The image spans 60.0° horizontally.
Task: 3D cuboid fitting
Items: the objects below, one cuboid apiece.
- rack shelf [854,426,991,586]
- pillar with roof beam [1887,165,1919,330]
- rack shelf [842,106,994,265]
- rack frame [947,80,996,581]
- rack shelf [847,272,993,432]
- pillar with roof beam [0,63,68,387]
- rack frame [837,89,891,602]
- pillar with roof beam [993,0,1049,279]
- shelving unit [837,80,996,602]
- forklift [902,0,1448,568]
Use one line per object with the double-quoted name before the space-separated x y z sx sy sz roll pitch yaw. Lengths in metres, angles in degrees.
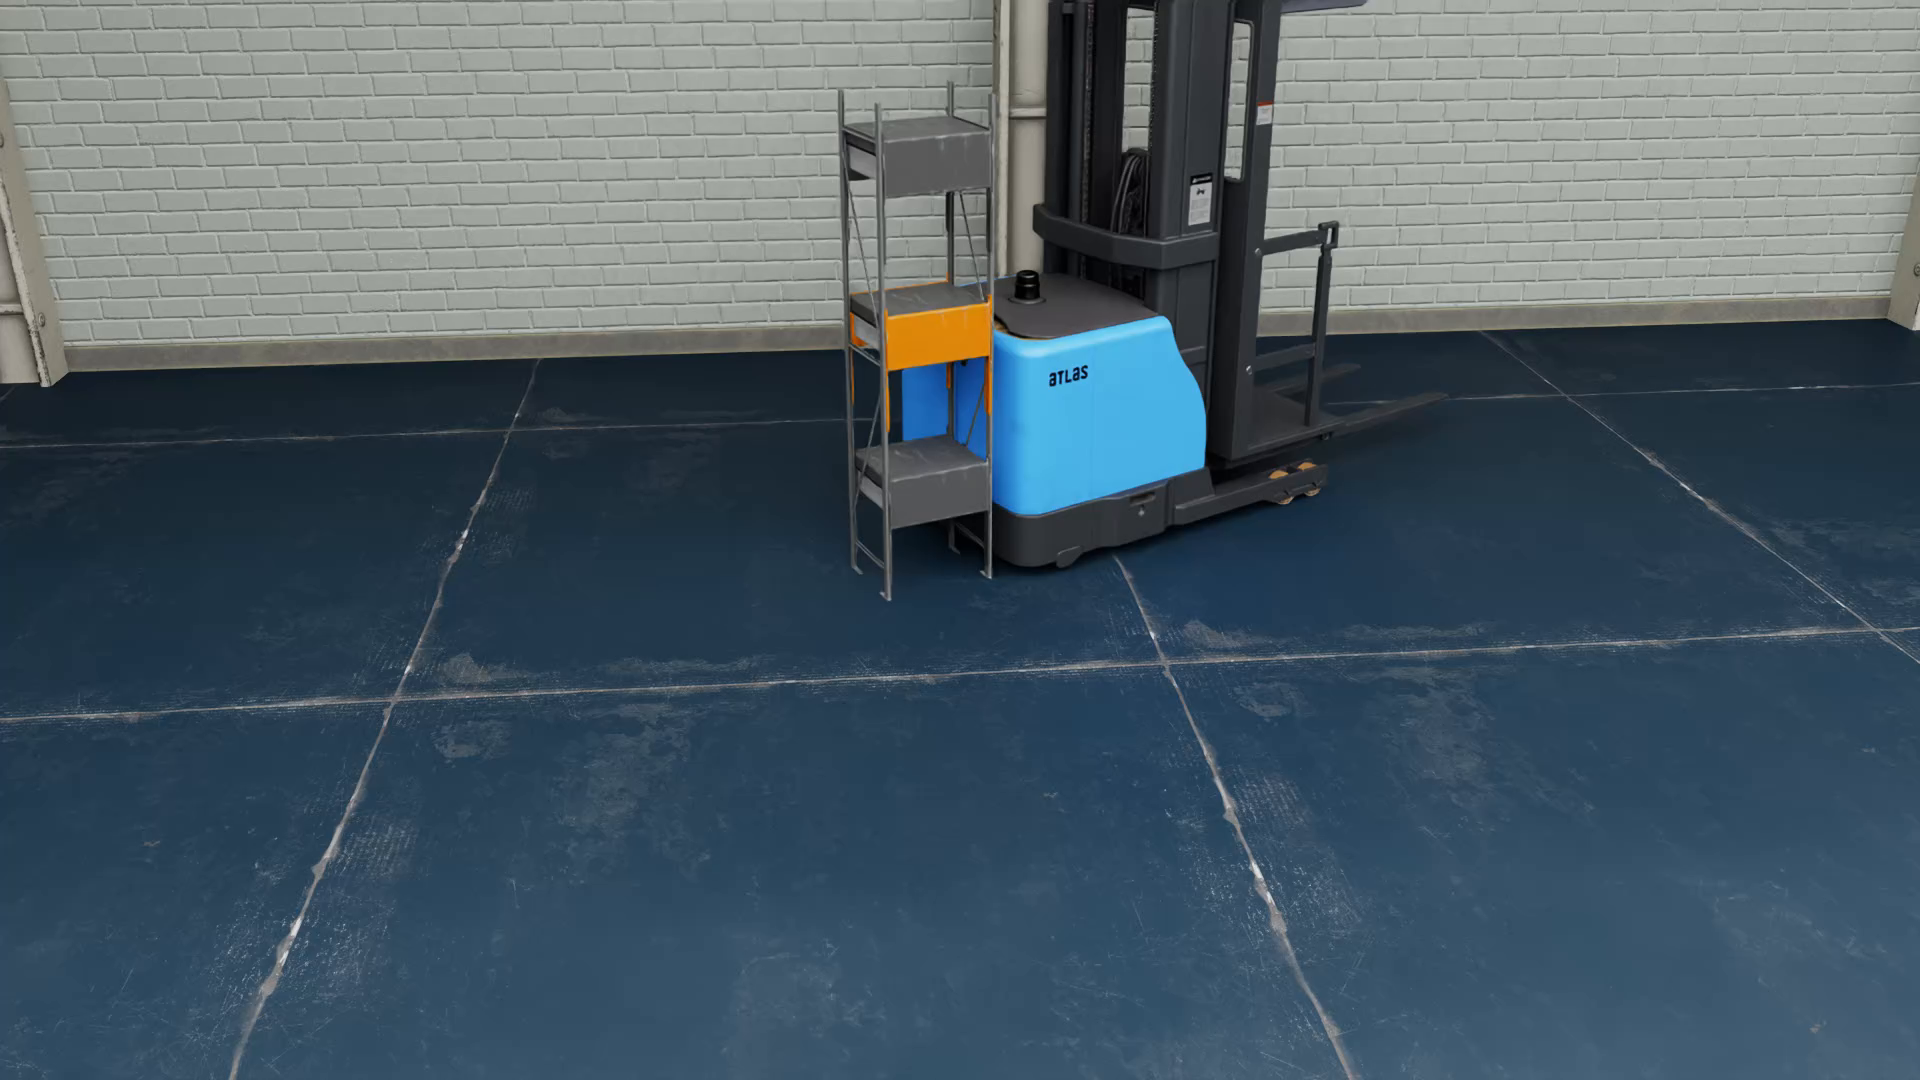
"rack shelf" -0.175 -0.157 7.276 0.480 0.518 0.431 -12 26 -24
"pillar with roof beam" 6.802 -3.808 5.239 0.400 9.000 9.100 -2 24 -5
"rack shelf" -0.175 -1.437 6.707 0.480 0.518 0.431 -12 26 -24
"rack frame" 0.043 -0.854 7.086 0.015 2.100 0.400 -12 26 -24
"rack shelf" -0.175 -0.797 6.991 0.480 0.518 0.431 -12 26 -24
"pillar with roof beam" -5.140 -3.329 4.161 0.400 9.000 9.100 -2 24 -5
"rack frame" -0.393 -0.765 6.886 0.015 2.100 0.400 -12 26 -24
"pillar with roof beam" 0.831 -3.569 4.700 0.400 9.000 9.100 -2 24 -5
"shelving unit" -0.175 -0.809 6.986 0.503 2.100 0.431 -12 26 -24
"forklift" 1.208 -1.668 7.895 3.031 2.935 1.130 -16 29 -32
